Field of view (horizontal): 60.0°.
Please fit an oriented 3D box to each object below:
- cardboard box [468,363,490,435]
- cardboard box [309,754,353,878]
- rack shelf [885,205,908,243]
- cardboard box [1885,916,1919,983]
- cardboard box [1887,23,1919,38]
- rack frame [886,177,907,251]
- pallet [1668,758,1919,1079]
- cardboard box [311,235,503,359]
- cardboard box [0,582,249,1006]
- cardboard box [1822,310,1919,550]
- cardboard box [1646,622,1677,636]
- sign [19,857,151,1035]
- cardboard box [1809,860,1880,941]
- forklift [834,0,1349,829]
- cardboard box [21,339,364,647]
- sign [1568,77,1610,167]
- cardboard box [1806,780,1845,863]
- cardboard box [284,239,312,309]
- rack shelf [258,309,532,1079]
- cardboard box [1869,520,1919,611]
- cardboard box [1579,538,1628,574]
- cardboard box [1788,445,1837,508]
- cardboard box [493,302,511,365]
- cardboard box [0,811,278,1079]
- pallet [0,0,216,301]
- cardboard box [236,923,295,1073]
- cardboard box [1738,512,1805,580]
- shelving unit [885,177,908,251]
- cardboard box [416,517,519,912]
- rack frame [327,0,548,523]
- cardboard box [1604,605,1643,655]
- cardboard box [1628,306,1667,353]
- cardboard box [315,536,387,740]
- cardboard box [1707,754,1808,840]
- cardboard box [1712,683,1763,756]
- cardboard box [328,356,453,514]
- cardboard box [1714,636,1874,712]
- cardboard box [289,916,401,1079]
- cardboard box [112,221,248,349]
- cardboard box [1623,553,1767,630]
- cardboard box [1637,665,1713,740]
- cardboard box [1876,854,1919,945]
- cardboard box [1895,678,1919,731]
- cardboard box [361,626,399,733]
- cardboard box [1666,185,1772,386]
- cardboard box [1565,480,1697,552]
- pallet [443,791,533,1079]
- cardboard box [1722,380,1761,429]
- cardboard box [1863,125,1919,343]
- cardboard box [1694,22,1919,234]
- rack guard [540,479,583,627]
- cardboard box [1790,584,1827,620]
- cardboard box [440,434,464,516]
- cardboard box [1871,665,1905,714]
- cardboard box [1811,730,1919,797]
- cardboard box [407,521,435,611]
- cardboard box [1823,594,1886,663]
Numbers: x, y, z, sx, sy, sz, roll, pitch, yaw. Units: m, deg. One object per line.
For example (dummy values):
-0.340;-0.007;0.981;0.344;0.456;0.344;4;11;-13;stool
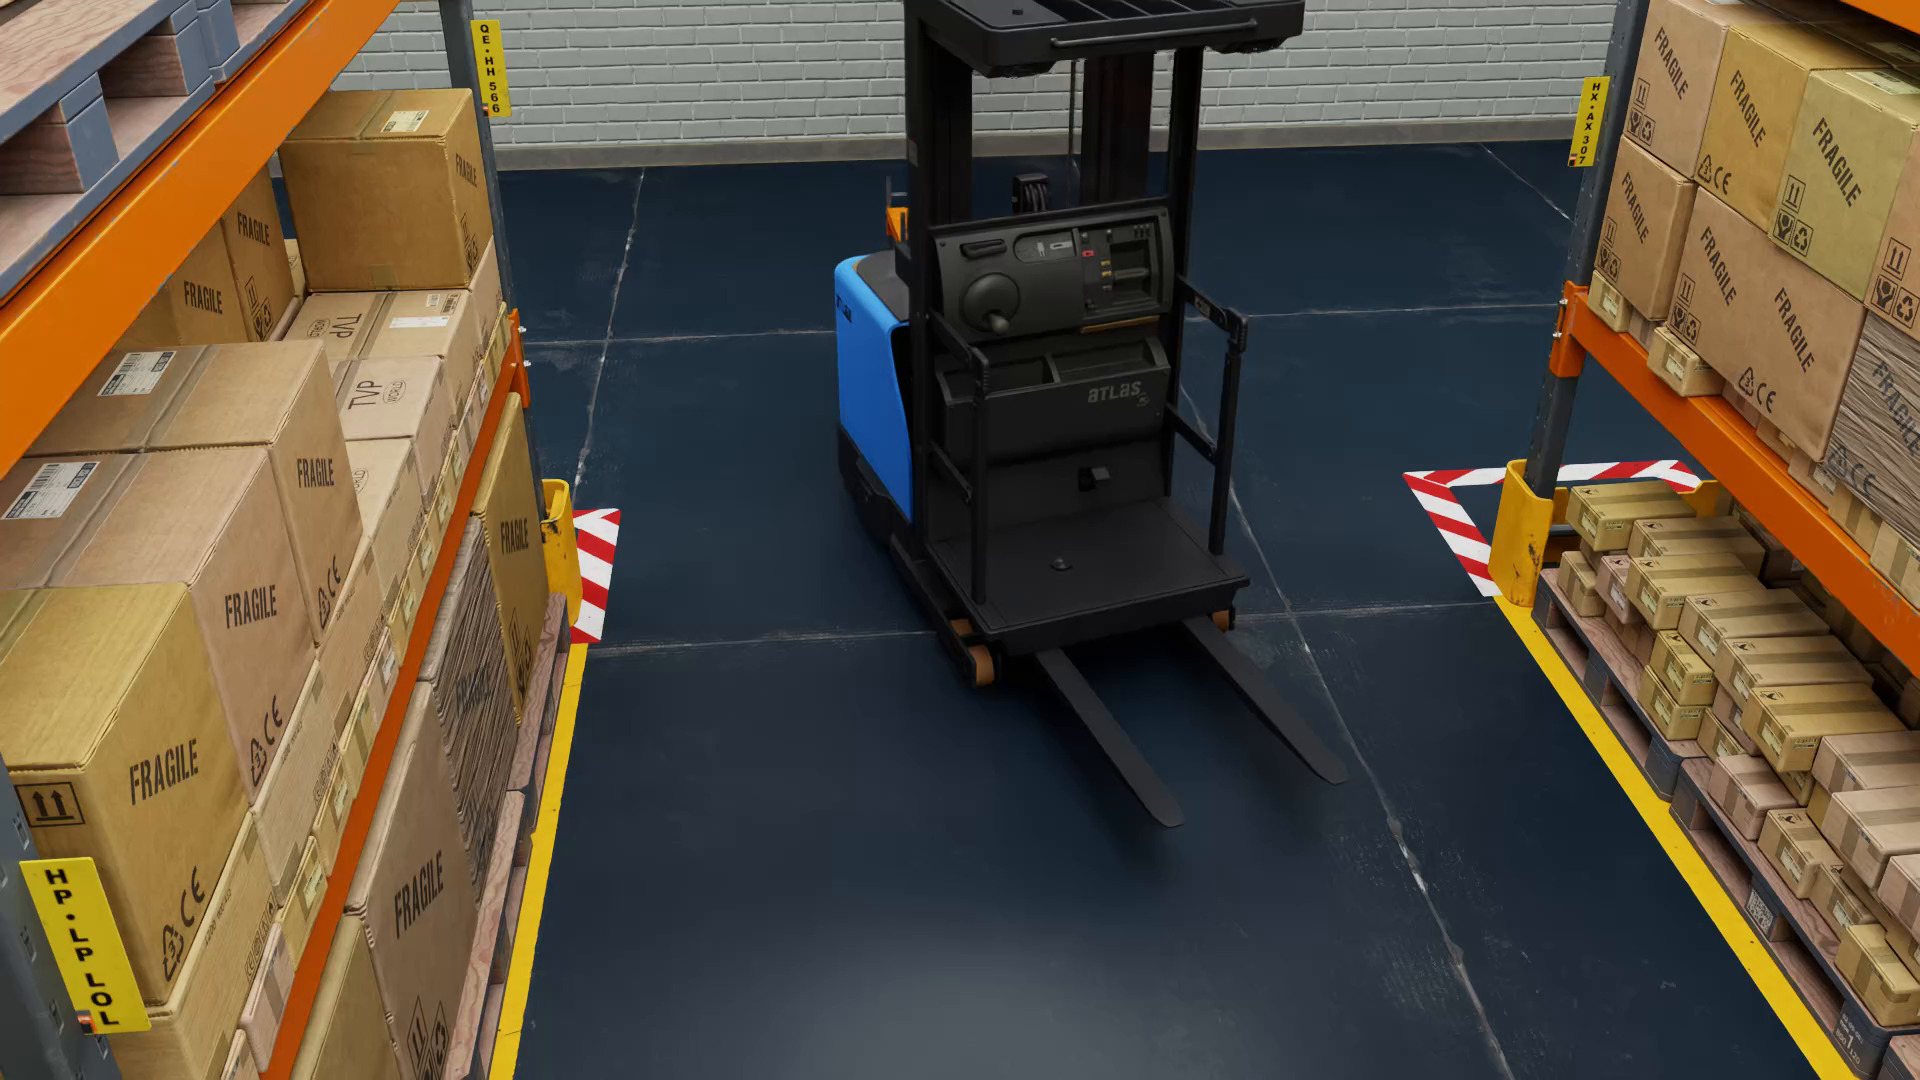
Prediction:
-1.723;-0.443;5.311;0.380;0.149;0.250;-3;31;-4;cardboard box
-1.531;0.602;3.561;0.380;0.149;0.250;-4;31;-6;cardboard box
-0.184;-1.396;7.650;0.258;0.148;0.480;-5;31;-8;rack shelf
2.794;1.113;4.542;0.380;0.149;0.250;-2;31;-3;cardboard box
3.153;-1.283;5.111;0.500;0.500;0.500;-4;31;-6;cardboard box
-0.225;-1.182;8.058;0.240;1.200;0.015;-5;31;-8;rack frame
2.974;1.110;5.186;1.003;0.211;1.213;-3;31;-5;pallet
-1.823;-0.806;5.531;0.500;0.250;0.500;-3;31;-5;cardboard box
-1.549;0.422;2.743;0.500;0.500;0.500;-3;31;-5;cardboard box
2.744;-0.309;4.455;0.500;0.500;0.500;-4;31;-6;cardboard box
2.689;0.295;5.911;0.380;0.149;0.250;-2;31;-4;cardboard box
-1.219;0.570;2.318;0.100;0.325;0.005;-3;31;-5;sign
2.759;1.073;4.899;0.380;0.149;0.250;-2;31;-4;cardboard box
0.436;-0.938;5.962;1.130;2.935;3.031;-11;33;-18;forklift
-1.640;-0.095;3.609;0.500;0.500;0.500;-4;31;-6;cardboard box
2.275;-1.510;6.008;0.100;0.325;0.005;-3;31;-5;sign
2.806;0.837;5.004;0.380;0.149;0.250;-1;31;-2;cardboard box
-2.356;-0.783;5.492;0.500;0.250;0.500;-4;31;-6;cardboard box
-1.946;0.352;4.437;1.077;0.370;4.000;-3;31;-5;rack shelf
2.712;0.057;4.475;0.380;0.149;0.250;-2;31;-4;cardboard box
2.609;0.032;6.352;0.380;0.149;0.250;-2;31;-3;cardboard box
2.713;-0.214;4.929;0.380;0.149;0.250;-3;31;-6;cardboard box
-1.771;-0.704;5.748;0.380;0.149;0.250;-2;31;-4;cardboard box
-1.542;0.749;2.928;0.500;0.250;0.500;-3;31;-5;cardboard box
-1.825;-0.604;2.497;1.003;0.211;1.213;-3;31;-5;pallet
-1.480;0.871;3.111;0.380;0.149;0.250;-4;31;-6;cardboard box
3.083;0.013;6.093;0.380;0.149;0.250;-2;31;-4;cardboard box
-0.184;-1.058;7.852;0.258;1.200;0.503;-5;31;-8;shelving unit
-1.908;0.542;5.081;0.875;0.875;0.875;-3;31;-5;cardboard box
-2.132;-0.978;5.962;1.000;3.000;0.127;-3;31;-5;rack frame
2.652;0.292;6.206;0.380;0.149;0.250;-3;31;-5;cardboard box
2.584;-0.747;5.820;0.380;0.149;0.250;-2;31;-3;cardboard box
-1.637;0.230;3.796;0.500;0.250;0.500;-2;31;-3;cardboard box
2.652;0.812;5.337;0.380;0.149;0.250;-4;31;-7;cardboard box
2.724;0.562;5.464;0.380;0.149;0.250;-4;31;-7;cardboard box
-1.728;-0.288;4.663;0.500;0.250;0.500;-4;31;-6;cardboard box
2.690;0.443;5.374;0.380;0.149;0.250;-2;31;-3;cardboard box
-1.741;1.455;3.551;0.875;0.875;0.875;-3;31;-5;cardboard box
-2.255;-0.586;4.430;0.500;0.500;0.500;-4;31;-6;cardboard box
2.567;0.178;5.818;0.380;0.149;0.250;-3;31;-5;cardboard box
2.596;0.554;5.767;0.380;0.149;0.250;-2;31;-4;cardboard box
2.739;0.972;4.488;0.380;0.149;0.250;-4;31;-7;cardboard box
3.190;0.549;5.196;0.380;0.149;0.250;-4;31;-6;cardboard box
-1.577;0.343;3.995;0.380;0.149;0.250;-2;31;-4;cardboard box
2.658;-0.820;5.310;0.500;0.500;0.500;-3;31;-4;cardboard box
2.526;-0.092;6.269;0.380;0.149;0.250;-4;31;-7;cardboard box
-1.869;1.245;4.960;1.003;0.211;1.213;-3;31;-5;pallet
2.717;-0.481;5.376;0.380;0.149;0.250;-1;31;-2;cardboard box
2.724;-0.738;4.198;0.500;0.500;0.500;-4;31;-6;cardboard box
2.646;-1.265;5.079;0.500;0.500;0.500;-2;31;-3;cardboard box
-2.135;0.083;6.624;1.175;0.500;0.348;-3;31;-5;rack guard
3.199;0.273;5.948;0.380;0.149;0.250;-4;31;-7;cardboard box
-1.674;-0.183;4.876;0.380;0.149;0.250;-3;31;-6;cardboard box
3.260;0.537;5.507;0.380;0.149;0.250;-2;31;-4;cardboard box
2.787;0.703;4.939;0.380;0.149;0.250;-3;31;-4;cardboard box
-1.629;0.076;4.442;0.380;0.149;0.250;-2;31;-4;cardboard box
3.195;0.275;5.655;0.380;0.149;0.250;-4;31;-7;cardboard box
